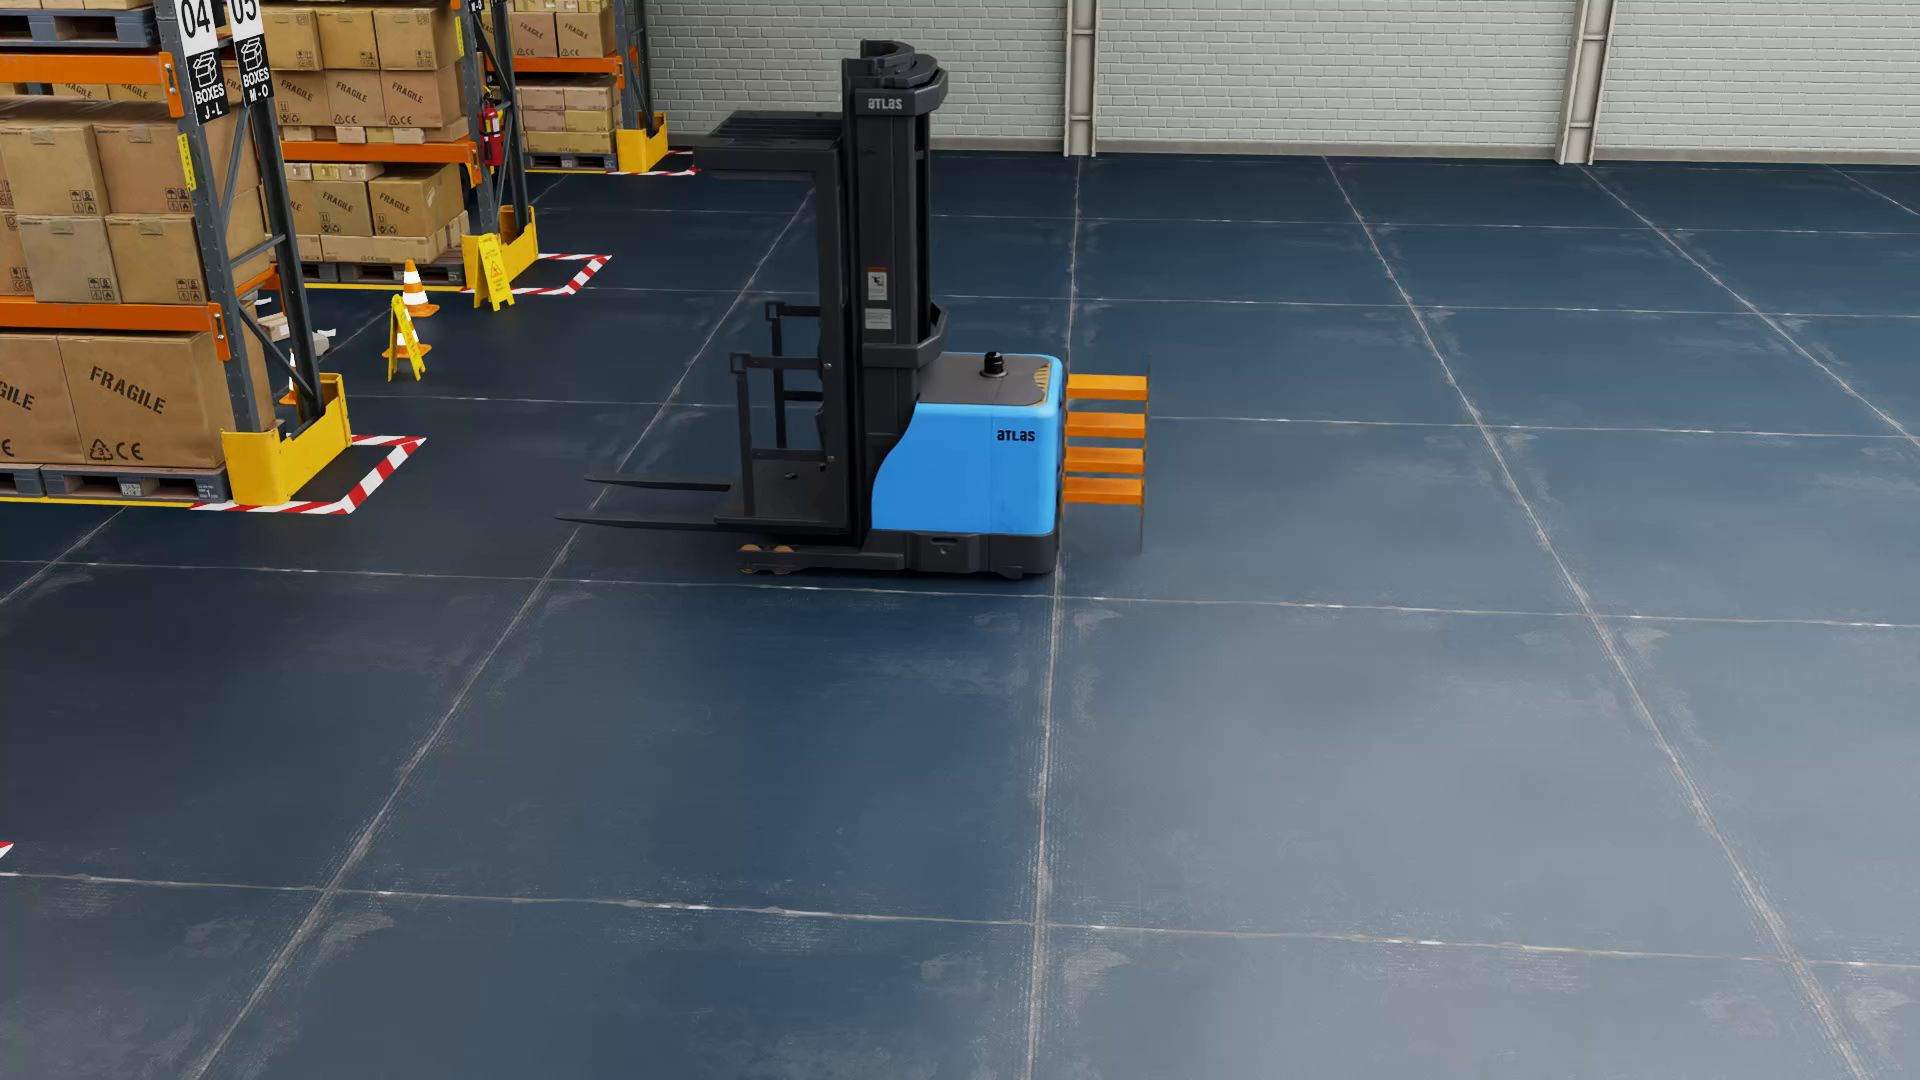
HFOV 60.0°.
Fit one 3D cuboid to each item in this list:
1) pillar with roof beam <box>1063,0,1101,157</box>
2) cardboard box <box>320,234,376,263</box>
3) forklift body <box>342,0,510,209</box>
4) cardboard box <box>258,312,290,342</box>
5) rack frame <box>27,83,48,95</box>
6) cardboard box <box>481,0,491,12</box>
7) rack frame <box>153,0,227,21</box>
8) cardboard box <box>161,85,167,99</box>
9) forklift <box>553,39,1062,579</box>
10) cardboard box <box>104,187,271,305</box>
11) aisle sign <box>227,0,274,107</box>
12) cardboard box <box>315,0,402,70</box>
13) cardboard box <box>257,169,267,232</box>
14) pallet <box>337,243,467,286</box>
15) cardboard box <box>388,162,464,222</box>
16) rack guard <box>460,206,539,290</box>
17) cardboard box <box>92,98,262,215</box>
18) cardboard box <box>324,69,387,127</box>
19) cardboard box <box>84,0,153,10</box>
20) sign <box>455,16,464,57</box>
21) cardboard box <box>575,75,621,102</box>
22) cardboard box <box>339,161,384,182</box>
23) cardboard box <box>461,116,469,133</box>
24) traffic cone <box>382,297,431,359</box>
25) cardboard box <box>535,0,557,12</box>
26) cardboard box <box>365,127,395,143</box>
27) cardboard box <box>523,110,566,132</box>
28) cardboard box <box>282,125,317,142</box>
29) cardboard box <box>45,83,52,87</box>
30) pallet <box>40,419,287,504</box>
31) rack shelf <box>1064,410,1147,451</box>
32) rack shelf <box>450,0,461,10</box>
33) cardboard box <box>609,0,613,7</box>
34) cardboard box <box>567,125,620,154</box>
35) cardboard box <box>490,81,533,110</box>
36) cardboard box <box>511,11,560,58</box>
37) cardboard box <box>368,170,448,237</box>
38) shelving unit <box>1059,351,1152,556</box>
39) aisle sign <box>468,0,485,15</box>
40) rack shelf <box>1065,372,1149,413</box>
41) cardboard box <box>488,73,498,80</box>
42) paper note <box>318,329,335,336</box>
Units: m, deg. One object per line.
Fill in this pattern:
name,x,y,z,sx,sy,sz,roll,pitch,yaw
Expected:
pillar with roof beam,1.160,-7.100,14.915,0.400,9.000,9.100,2,25,4
cardboard box,-5.587,-2.770,15.468,0.500,0.250,0.500,2,25,4
forklift body,-5.898,-4.878,18.278,1.214,2.155,2.313,2,25,4
cardboard box,-5.705,-1.799,13.982,0.250,0.149,0.380,16,29,31
rack frame,-8.233,-4.022,15.403,0.127,3.000,1.000,2,25,4
cardboard box,-5.516,-6.229,19.302,0.250,0.149,0.380,2,25,4
rack frame,-4.522,-4.553,9.380,0.127,3.000,1.000,2,25,4
cardboard box,-6.813,-4.045,14.977,0.500,0.500,0.500,2,25,4
forklift,-0.915,-1.344,9.664,3.031,2.935,1.130,2,25,5
cardboard box,-4.896,-1.889,10.588,0.550,0.550,0.875,2,25,4
aisle sign,-4.429,-3.132,10.358,0.004,0.787,0.394,2,25,4
cardboard box,-5.274,-4.474,14.713,0.500,0.500,0.700,2,25,4
cardboard box,-6.613,-3.144,15.384,0.500,0.500,0.500,3,25,7
pallet,-5.127,-2.671,15.802,1.213,0.211,1.003,2,25,4
cardboard box,-5.051,-3.318,15.763,0.500,0.500,0.500,1,25,2
rack guard,-4.320,-2.761,15.653,0.348,0.500,1.175,2,25,4
cardboard box,-4.889,-2.415,10.438,0.550,0.550,0.875,2,25,4
cardboard box,-5.305,-3.995,14.869,0.500,0.500,0.500,2,25,4
cardboard box,-4.880,-3.182,9.667,0.250,0.149,0.380,2,25,4
sign,-4.307,-4.333,14.316,0.005,0.325,0.100,2,25,4
cardboard box,-4.333,-5.453,20.104,0.500,0.250,0.500,1,25,3
cardboard box,-5.434,-3.372,15.104,0.250,0.149,0.380,3,25,6
cardboard box,-4.567,-3.877,15.389,0.250,0.149,0.380,2,25,4
traffic cone,-4.518,-1.745,13.488,0.334,0.463,0.336,2,25,4
cardboard box,-4.746,-6.227,19.300,0.250,0.149,0.380,2,25,5
cardboard box,-5.149,-3.682,14.964,0.250,0.149,0.380,1,25,3
cardboard box,-4.876,-5.038,19.799,0.500,0.250,0.500,2,25,3
cardboard box,-5.914,-3.715,15.035,0.250,0.149,0.380,2,25,3
cardboard box,-8.678,-4.528,15.525,0.500,0.500,0.500,2,25,5
pallet,-5.326,-0.554,11.202,1.213,0.211,1.003,2,25,4
rack shelf,0.862,-0.651,9.856,0.480,0.148,0.258,2,25,5
rack shelf,-6.238,-4.994,14.788,4.000,0.370,1.077,2,25,4
cardboard box,-4.186,-6.422,19.723,0.250,0.149,0.380,1,25,3
cardboard box,-4.361,-4.788,19.855,0.500,0.250,0.500,2,25,4
cardboard box,-5.364,-5.270,19.705,0.500,0.250,0.500,2,25,5
cardboard box,-4.895,-5.936,19.441,0.500,0.500,0.500,3,25,6
cardboard box,-5.063,-3.094,15.275,0.500,0.500,0.500,2,25,4
shelving unit,0.862,-0.509,9.921,0.503,1.200,0.258,2,25,5
aisle sign,-4.205,-4.953,14.315,0.004,0.787,0.394,2,25,4
rack shelf,0.862,-0.866,9.757,0.480,0.148,0.258,2,25,5
cardboard box,-5.839,-5.508,20.222,0.500,0.250,0.500,1,25,3
paper note,-5.339,-1.746,14.008,0.142,0.019,0.148,-7,26,-14
